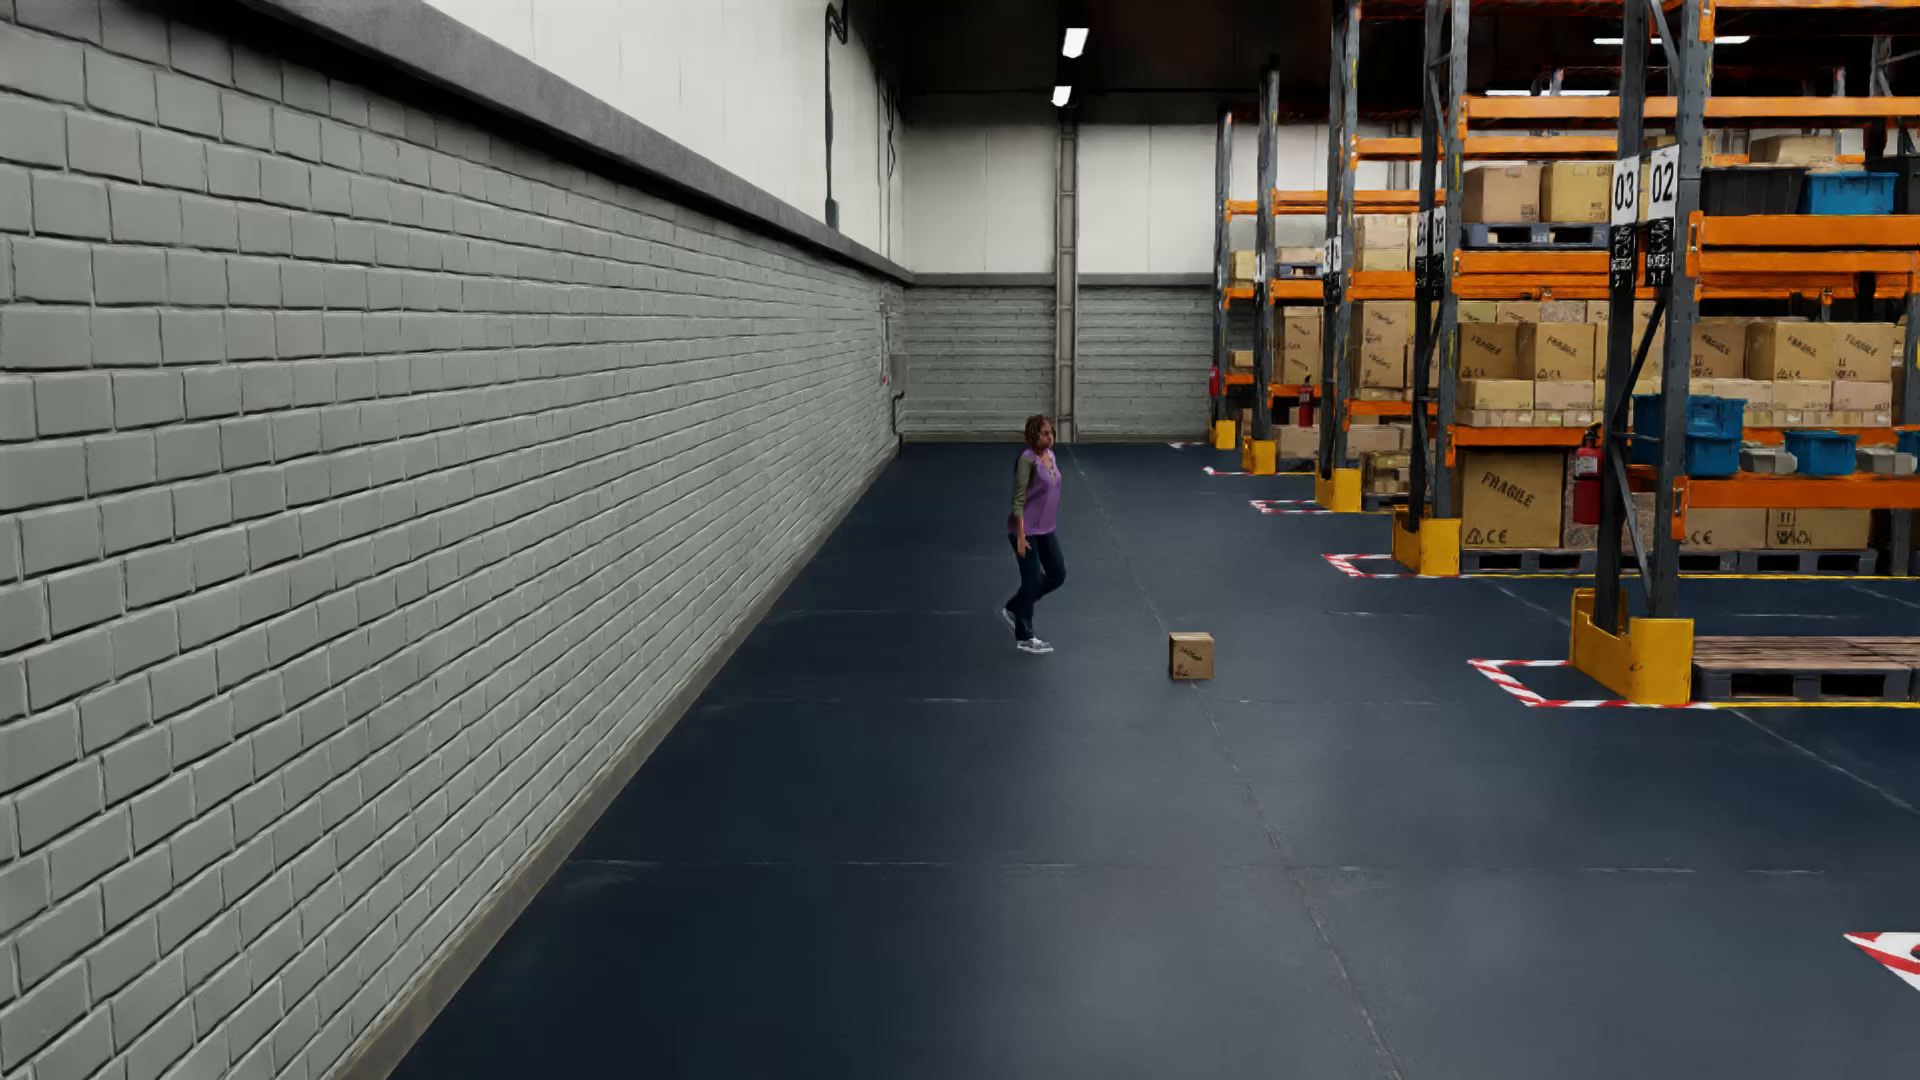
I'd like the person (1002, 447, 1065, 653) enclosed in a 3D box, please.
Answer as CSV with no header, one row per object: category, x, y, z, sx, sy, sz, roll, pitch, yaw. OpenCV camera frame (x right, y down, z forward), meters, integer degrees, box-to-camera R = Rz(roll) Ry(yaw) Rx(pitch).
person,2.085,-0.160,5.773,9.048,3.169,7.105,5,9,34
